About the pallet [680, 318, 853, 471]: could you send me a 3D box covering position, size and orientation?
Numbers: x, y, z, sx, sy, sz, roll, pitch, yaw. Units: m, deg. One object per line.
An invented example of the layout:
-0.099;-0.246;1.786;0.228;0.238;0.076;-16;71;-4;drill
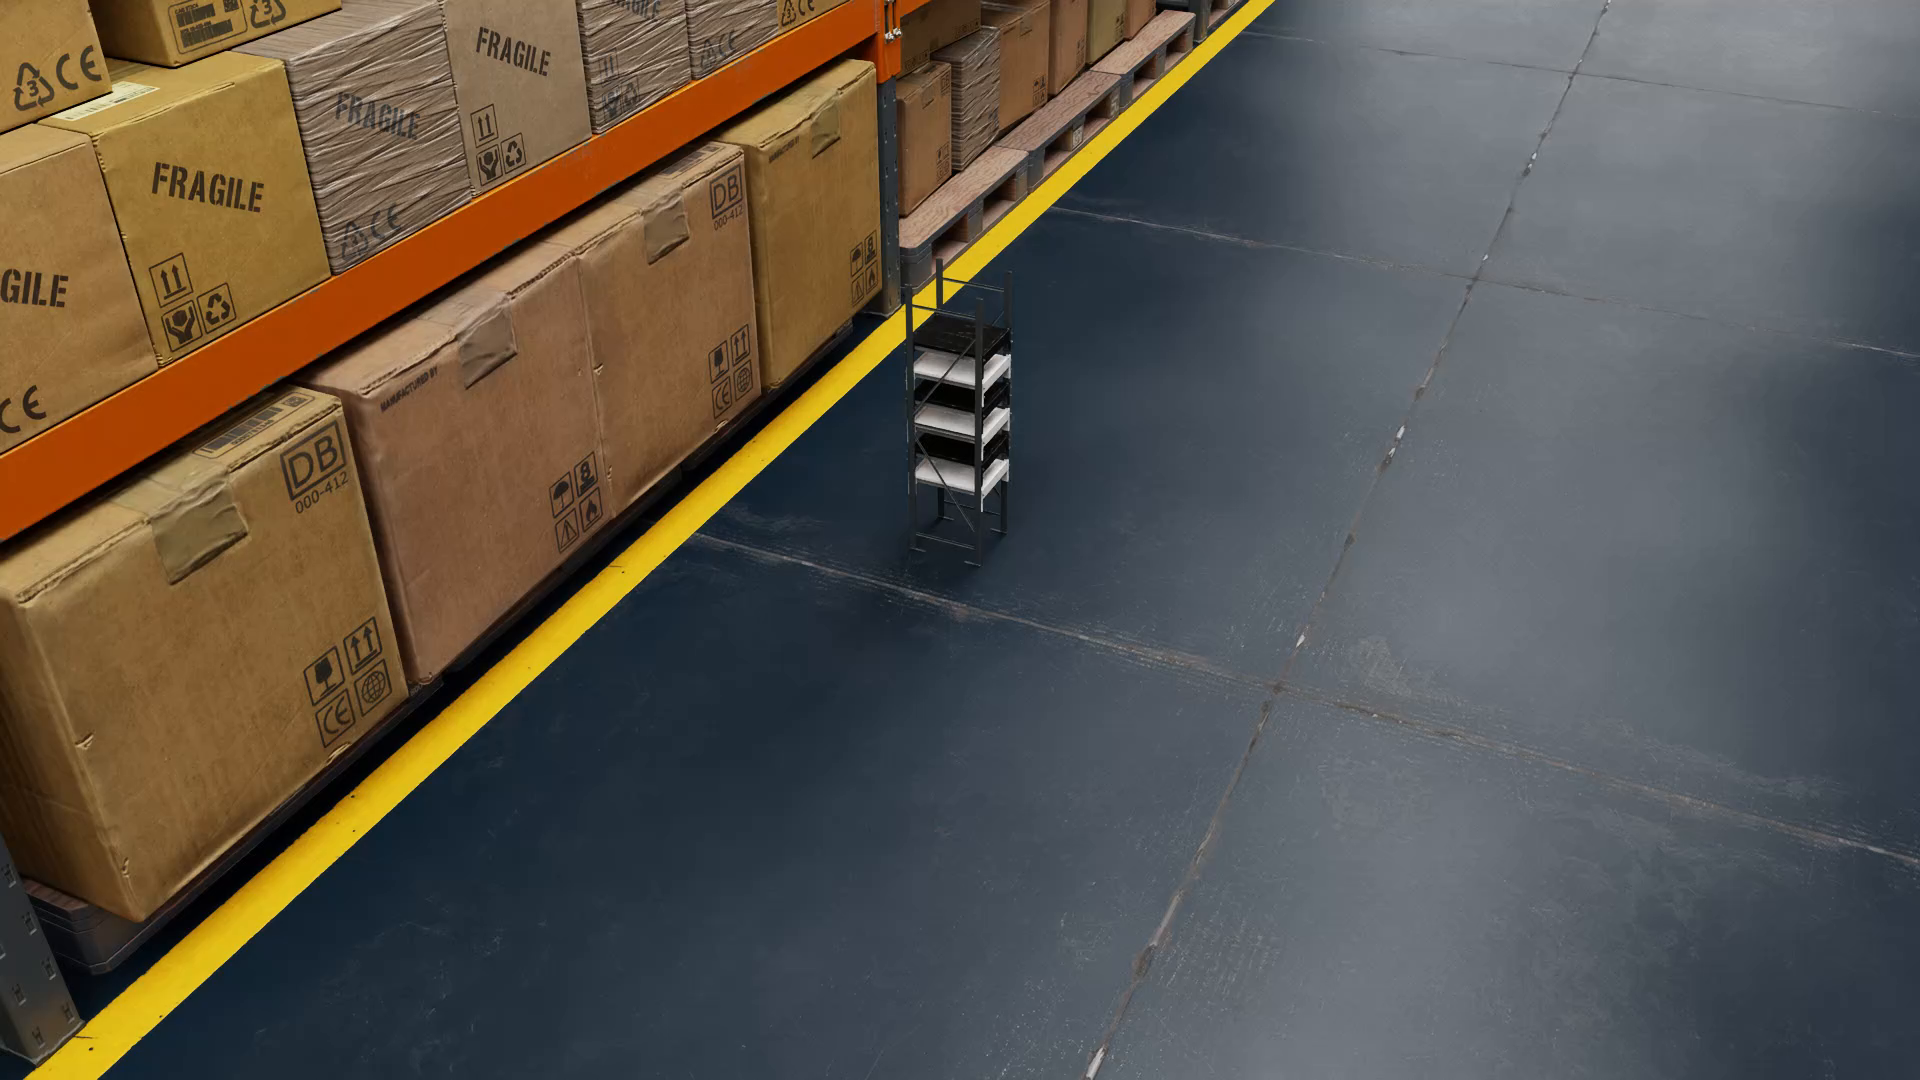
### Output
-1.113;-0.727;6.167;1.003;0.211;1.213;14;36;20;pallet

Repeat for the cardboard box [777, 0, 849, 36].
-0.696;-2.008;5.486;0.500;0.500;0.500;15;36;22;cardboard box

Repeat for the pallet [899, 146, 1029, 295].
-0.386;-1.492;7.332;1.003;0.211;1.213;14;36;20;pallet

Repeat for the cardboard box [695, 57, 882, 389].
-1.022;-1.217;5.925;1.225;0.875;0.875;13;35;18;cardboard box

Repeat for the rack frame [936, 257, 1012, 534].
0.039;-0.423;5.074;0.240;0.900;0.006;14;36;20;rack frame

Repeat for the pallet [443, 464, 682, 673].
-1.625;-0.122;5.243;1.003;0.211;1.213;14;36;20;pallet

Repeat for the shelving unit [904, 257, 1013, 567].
-0.003;-0.372;4.997;0.258;0.900;0.210;14;36;20;shelving unit

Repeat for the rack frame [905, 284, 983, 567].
-0.046;-0.322;4.920;0.240;0.900;0.006;14;36;20;rack frame

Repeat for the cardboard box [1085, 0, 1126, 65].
0.466;-2.866;8.763;0.700;0.500;0.500;14;36;20;cardboard box

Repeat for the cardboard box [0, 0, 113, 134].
-2.129;-1.058;3.122;0.797;0.503;0.637;13;36;19;cardboard box

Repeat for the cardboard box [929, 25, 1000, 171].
-0.232;-2.025;7.481;0.700;0.500;0.500;11;35;17;cardboard box

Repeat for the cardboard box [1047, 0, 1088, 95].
0.232;-2.587;8.338;0.700;0.500;0.500;11;35;16;cardboard box

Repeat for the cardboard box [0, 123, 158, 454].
-1.969;-0.490;3.171;0.500;0.500;0.500;14;36;21;cardboard box

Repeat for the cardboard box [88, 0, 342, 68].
-1.831;-1.397;3.639;0.797;0.503;0.637;15;36;21;cardboard box

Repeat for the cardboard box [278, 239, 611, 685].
-1.766;-0.332;4.576;1.225;0.875;0.875;13;35;19;cardboard box

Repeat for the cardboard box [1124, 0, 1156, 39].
0.682;-3.099;9.119;0.700;0.500;0.500;11;35;17;cardboard box

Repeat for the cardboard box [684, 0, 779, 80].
-0.910;-1.761;5.109;0.500;0.500;0.500;14;36;20;cardboard box

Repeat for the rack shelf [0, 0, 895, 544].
-1.552;-0.972;4.653;1.077;0.370;4.000;14;36;20;rack shelf

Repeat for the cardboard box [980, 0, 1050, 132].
-0.001;-2.309;7.914;0.700;0.500;0.500;17;37;24;cardboard box

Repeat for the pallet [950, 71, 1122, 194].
0.125;-2.097;8.255;1.003;0.211;1.213;14;36;20;pallet

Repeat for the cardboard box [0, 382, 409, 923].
-2.139;0.113;3.897;1.225;0.875;0.875;14;36;21;cardboard box

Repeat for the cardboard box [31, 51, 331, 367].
-1.759;-0.741;3.553;0.500;0.500;0.500;14;36;21;cardboard box

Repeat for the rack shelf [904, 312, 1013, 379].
-0.003;-0.570;4.867;0.258;0.077;0.200;14;36;20;rack shelf

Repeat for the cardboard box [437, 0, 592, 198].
-1.338;-1.248;4.327;0.500;0.500;0.500;15;36;21;cardboard box

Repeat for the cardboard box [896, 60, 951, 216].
-0.453;-1.746;7.055;0.700;0.500;0.500;12;35;18;cardboard box

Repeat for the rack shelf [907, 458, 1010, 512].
-0.003;-0.194;5.114;0.258;0.077;0.200;14;36;20;rack shelf

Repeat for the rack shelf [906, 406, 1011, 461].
-0.003;-0.344;5.015;0.258;0.077;0.200;14;36;20;rack shelf

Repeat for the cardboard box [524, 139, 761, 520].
-1.402;-0.775;5.251;1.225;0.875;0.875;14;36;21;cardboard box

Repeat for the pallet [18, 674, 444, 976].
-2.134;0.488;4.313;1.003;0.211;1.213;14;36;20;pallet

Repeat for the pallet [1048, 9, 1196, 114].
0.634;-2.707;9.185;1.003;0.211;1.213;14;36;20;pallet

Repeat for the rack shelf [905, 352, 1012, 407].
-0.003;-0.495;4.917;0.258;0.077;0.200;14;36;20;rack shelf

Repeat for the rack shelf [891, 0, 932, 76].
0.122;-2.964;7.691;1.077;0.370;4.000;14;36;20;rack shelf

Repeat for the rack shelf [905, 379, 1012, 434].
-0.003;-0.420;4.966;0.258;0.077;0.200;14;36;20;rack shelf

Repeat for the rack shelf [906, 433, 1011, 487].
-0.003;-0.269;5.065;0.258;0.077;0.200;14;36;20;rack shelf

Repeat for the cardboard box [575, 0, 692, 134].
-1.124;-1.502;4.713;0.500;0.500;0.500;13;35;19;cardboard box

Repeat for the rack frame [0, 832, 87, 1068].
-2.388;-0.277;2.936;1.000;3.000;0.127;14;36;20;rack frame

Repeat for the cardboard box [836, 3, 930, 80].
-0.462;-2.062;6.853;0.500;0.250;0.500;16;36;22;cardboard box

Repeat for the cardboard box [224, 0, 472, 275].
-1.549;-0.990;3.933;0.500;0.500;0.500;13;36;19;cardboard box

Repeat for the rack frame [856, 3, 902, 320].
-0.715;-2.269;5.975;1.000;3.000;0.127;14;36;20;rack frame

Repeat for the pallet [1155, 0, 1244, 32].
1.208;-3.437;10.300;1.003;0.211;1.213;14;36;20;pallet

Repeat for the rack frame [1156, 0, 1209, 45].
0.959;-4.261;9.013;1.000;3.000;0.127;14;36;20;rack frame

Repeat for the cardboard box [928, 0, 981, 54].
-0.249;-2.328;7.260;0.500;0.250;0.500;18;37;26;cardboard box
